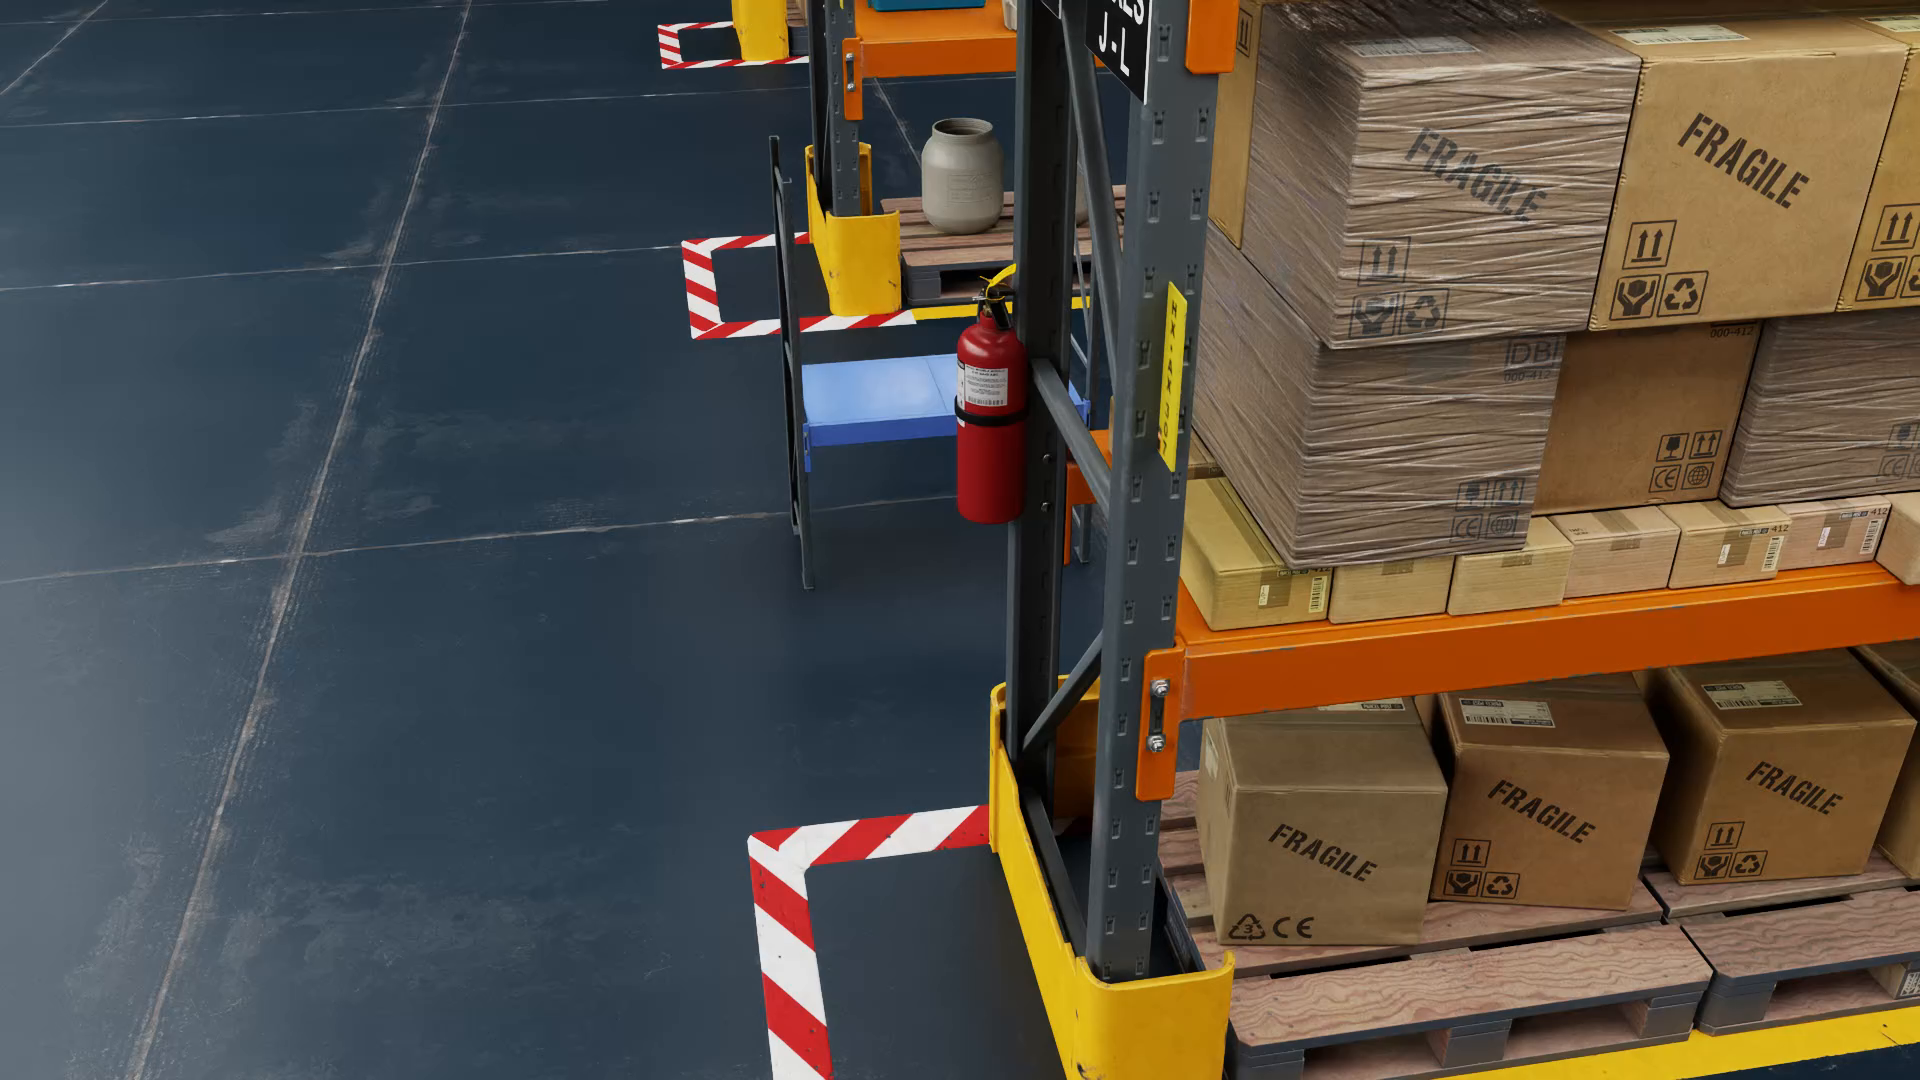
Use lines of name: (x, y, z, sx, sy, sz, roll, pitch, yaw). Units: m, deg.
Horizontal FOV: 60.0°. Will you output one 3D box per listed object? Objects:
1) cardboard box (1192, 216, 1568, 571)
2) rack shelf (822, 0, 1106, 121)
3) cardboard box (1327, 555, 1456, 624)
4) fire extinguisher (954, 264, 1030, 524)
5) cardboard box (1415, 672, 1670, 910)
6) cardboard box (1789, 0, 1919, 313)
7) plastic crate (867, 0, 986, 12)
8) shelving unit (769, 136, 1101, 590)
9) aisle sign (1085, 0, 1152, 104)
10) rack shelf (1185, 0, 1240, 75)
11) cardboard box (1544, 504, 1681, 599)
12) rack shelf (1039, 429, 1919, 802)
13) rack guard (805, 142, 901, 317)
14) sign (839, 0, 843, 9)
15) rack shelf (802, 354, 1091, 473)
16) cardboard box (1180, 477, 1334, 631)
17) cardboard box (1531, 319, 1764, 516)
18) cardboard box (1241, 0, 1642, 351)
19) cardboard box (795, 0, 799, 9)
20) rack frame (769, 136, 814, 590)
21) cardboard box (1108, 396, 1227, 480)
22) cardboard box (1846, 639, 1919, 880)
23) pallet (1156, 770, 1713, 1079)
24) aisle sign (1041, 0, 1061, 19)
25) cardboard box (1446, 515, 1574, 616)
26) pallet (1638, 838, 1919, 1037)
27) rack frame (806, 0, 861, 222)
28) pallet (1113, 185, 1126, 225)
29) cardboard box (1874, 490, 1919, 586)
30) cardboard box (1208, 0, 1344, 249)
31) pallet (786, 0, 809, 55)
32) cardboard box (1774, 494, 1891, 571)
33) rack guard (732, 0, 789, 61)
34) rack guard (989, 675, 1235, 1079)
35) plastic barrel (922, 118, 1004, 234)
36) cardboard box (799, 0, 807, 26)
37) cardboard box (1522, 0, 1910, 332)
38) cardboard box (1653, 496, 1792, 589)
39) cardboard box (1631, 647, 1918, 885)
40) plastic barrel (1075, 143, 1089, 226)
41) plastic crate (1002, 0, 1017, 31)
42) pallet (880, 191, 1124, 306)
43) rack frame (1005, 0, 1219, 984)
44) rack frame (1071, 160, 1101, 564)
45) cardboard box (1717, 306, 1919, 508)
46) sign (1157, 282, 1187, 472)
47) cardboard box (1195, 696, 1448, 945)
cardboard box: (0.819, -0.390, 3.561, 0.500, 0.500, 0.875, -5, 31, -9)
rack shelf: (1.348, -2.524, 8.293, 4.000, 0.370, 1.077, -5, 31, -9)
cardboard box: (0.846, 0.006, 3.528, 0.250, 0.149, 0.380, -5, 31, -9)
fire extinguisher: (0.077, -0.368, 3.993, 0.183, 0.674, 0.296, -5, 31, -9)
cardboard box: (1.472, 0.594, 4.332, 0.500, 0.500, 0.500, 2, 31, 4)
cardboard box: (1.848, -0.787, 3.251, 0.500, 0.500, 0.500, -5, 31, -9)
plastic crate: (-0.181, -2.782, 8.169, 0.616, 0.251, 0.499, -5, 31, -9)
shelving unit: (-0.084, -0.639, 5.857, 1.048, 1.500, 0.538, -5, 31, -9)
aisle sign: (0.266, -1.147, 2.677, 0.004, 0.787, 0.394, -5, 31, -9)
rack shelf: (2.240, -1.347, 3.333, 4.000, 0.370, 1.077, -5, 31, -9)
cardboard box: (1.336, -0.043, 3.611, 0.250, 0.149, 0.380, -5, 31, -9)
rack shelf: (2.240, -0.054, 4.093, 4.000, 0.370, 1.077, -5, 31, -9)
rack guard: (-0.553, -1.604, 8.485, 0.348, 0.500, 1.175, -5, 31, -9)
sign: (-0.524, -2.496, 7.263, 0.005, 0.325, 0.100, -5, 31, -9)
rack shelf: (-0.084, -0.484, 5.948, 1.000, 0.185, 0.538, -5, 31, -9)
cardboard box: (0.596, 0.019, 3.506, 0.250, 0.149, 0.380, -5, 31, -9)
cardboard box: (1.289, -0.495, 3.741, 0.500, 0.500, 0.875, -5, 31, -9)
cardboard box: (0.863, -0.699, 3.100, 0.500, 0.500, 0.500, -5, 31, -9)
cardboard box: (-1.033, -4.313, 12.925, 0.500, 0.250, 0.500, -5, 31, -9)
rack frame: (-0.584, -0.592, 5.778, 0.032, 1.500, 0.500, -5, 31, -9)
cardboard box: (0.516, -0.203, 3.883, 0.250, 0.149, 0.380, -5, 31, -9)
cardboard box: (2.648, 0.518, 4.462, 0.500, 0.500, 0.500, -8, 31, -13)
pallet: (1.153, 0.957, 4.415, 1.213, 0.211, 1.003, -5, 31, -9)
aisle sign: (0.158, -1.447, 3.186, 0.004, 0.787, 0.394, -5, 31, -9)
cardboard box: (1.094, -0.009, 3.555, 0.250, 0.149, 0.380, -5, 31, -9)
pallet: (2.351, 0.847, 4.601, 1.213, 0.211, 1.003, -5, 31, -9)
rack frame: (-0.619, -2.651, 7.800, 0.127, 3.000, 1.000, -5, 31, -9)
pallet: (1.445, -1.661, 8.866, 1.213, 0.211, 1.003, -5, 31, -9)
cardboard box: (2.089, -0.069, 3.657, 0.250, 0.149, 0.380, -5, 31, -9)
cardboard box: (0.769, -0.958, 3.541, 0.500, 0.500, 0.500, -5, 31, -9)
pallet: (-0.763, -4.010, 12.861, 1.213, 0.211, 1.003, -5, 31, -9)
cardboard box: (1.825, -0.098, 3.706, 0.250, 0.149, 0.380, -5, 31, -9)
rack guard: (-1.531, -4.042, 12.630, 0.348, 0.500, 1.175, -5, 31, -9)
rack guard: (0.348, 0.889, 4.246, 0.348, 0.500, 1.175, -5, 31, -9)
plastic barrel: (0.014, -1.858, 8.491, 0.421, 0.512, 0.421, 0, 30, 0)
cardboard box: (-0.940, -4.055, 12.486, 0.500, 0.250, 0.500, -5, 31, -9)
cardboard box: (1.356, -0.741, 3.172, 0.500, 0.500, 0.500, -5, 31, -9)
cardboard box: (1.584, -0.062, 3.644, 0.250, 0.149, 0.380, -5, 31, -9)
cardboard box: (2.091, 0.547, 4.413, 0.500, 0.500, 0.500, -3, 31, -4)
plastic barrel: (0.508, -1.904, 8.569, 0.421, 0.512, 0.421, 0, 30, 0)
plastic crate: (0.319, -2.459, 7.733, 0.250, 0.136, 0.298, -5, 31, -9)
pallet: (0.247, -1.551, 8.680, 1.213, 0.211, 1.003, -5, 31, -9)
rack frame: (0.273, -0.182, 3.600, 0.127, 3.000, 1.000, -5, 31, -9)
rack frame: (0.416, -0.685, 5.936, 0.032, 1.500, 0.500, -5, 31, -9)
cardboard box: (1.789, -0.519, 3.782, 0.500, 0.500, 0.875, -5, 31, -9)
sign: (0.371, -0.285, 2.921, 0.005, 0.325, 0.100, -5, 31, -9)
cardboard box: (0.890, 0.666, 4.210, 0.500, 0.500, 0.500, 0, 30, 0)
